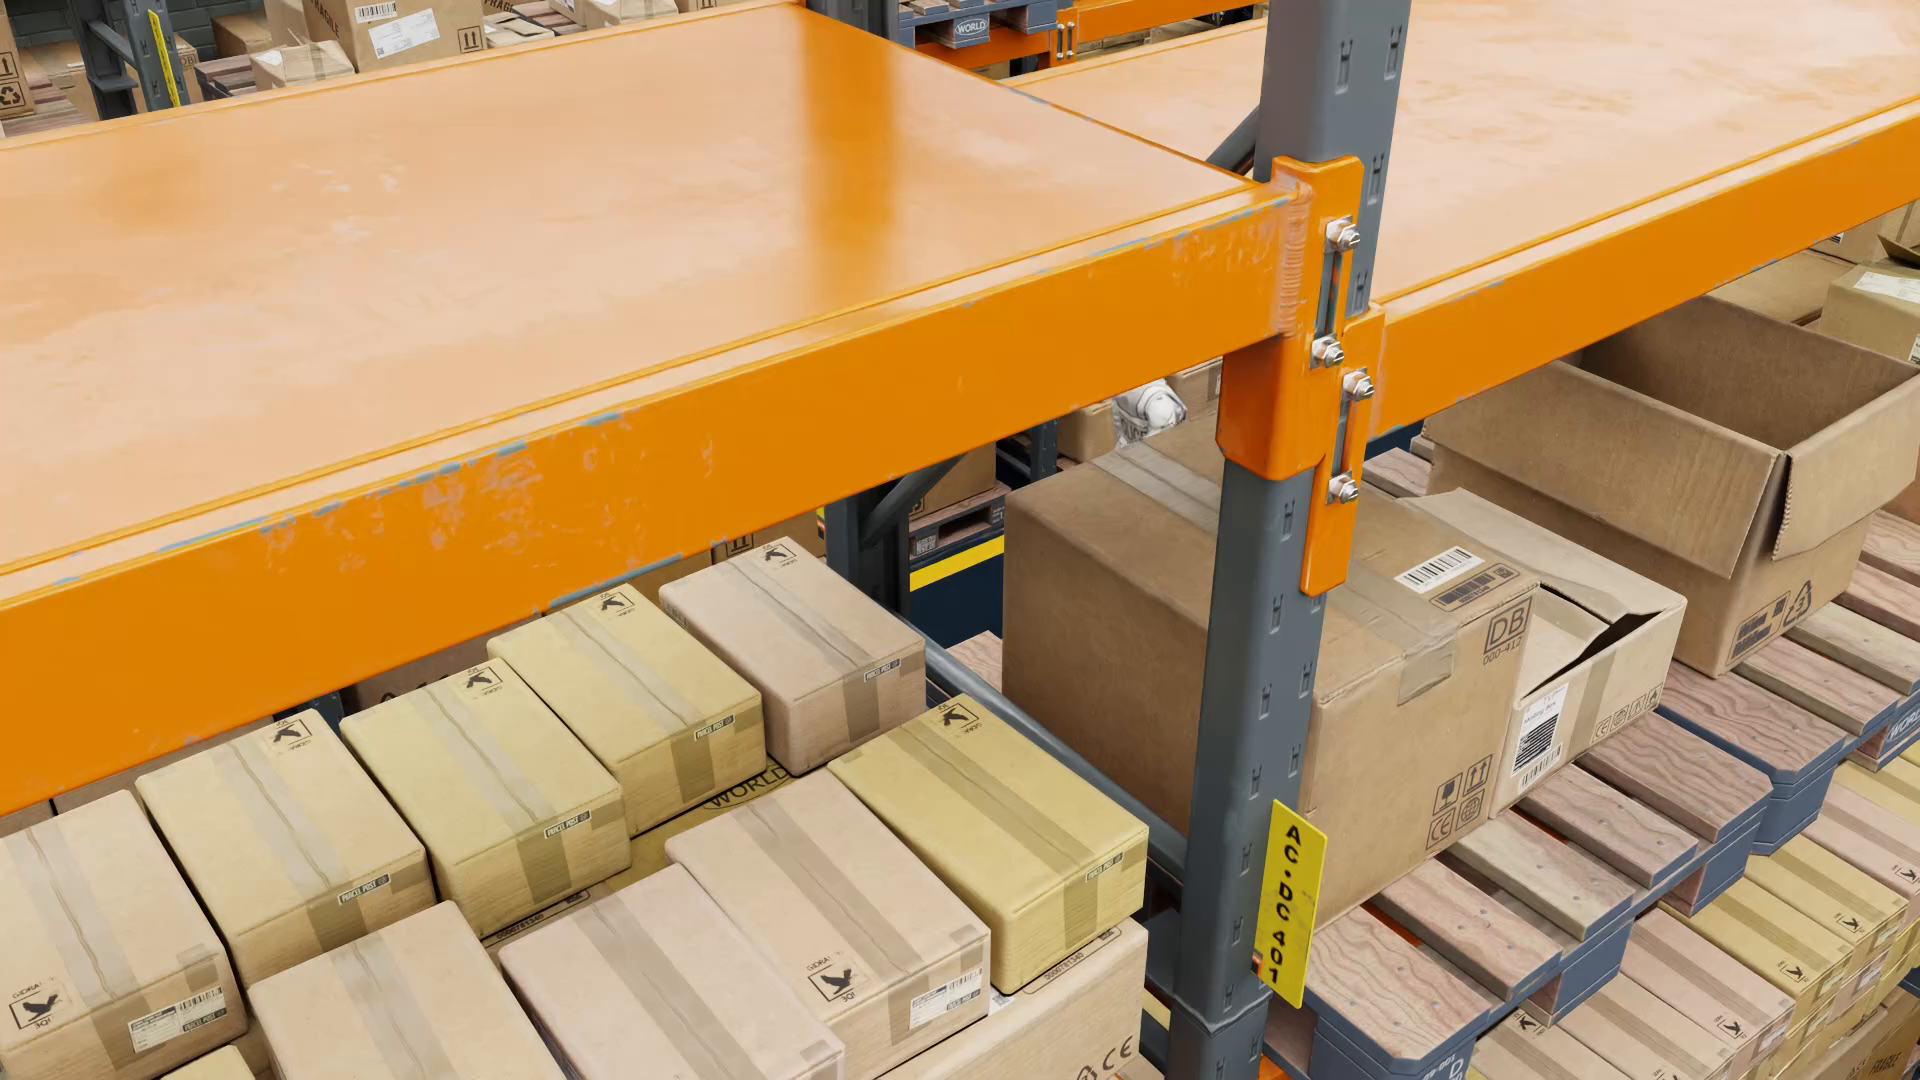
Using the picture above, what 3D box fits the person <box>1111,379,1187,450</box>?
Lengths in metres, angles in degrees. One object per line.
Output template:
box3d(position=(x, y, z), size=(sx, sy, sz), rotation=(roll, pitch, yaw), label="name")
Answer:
box3d(position=(0.945, -0.319, 8.093), size=(0.676, 1.659, 0.512), rotation=(-15, 36, -23), label="person")
